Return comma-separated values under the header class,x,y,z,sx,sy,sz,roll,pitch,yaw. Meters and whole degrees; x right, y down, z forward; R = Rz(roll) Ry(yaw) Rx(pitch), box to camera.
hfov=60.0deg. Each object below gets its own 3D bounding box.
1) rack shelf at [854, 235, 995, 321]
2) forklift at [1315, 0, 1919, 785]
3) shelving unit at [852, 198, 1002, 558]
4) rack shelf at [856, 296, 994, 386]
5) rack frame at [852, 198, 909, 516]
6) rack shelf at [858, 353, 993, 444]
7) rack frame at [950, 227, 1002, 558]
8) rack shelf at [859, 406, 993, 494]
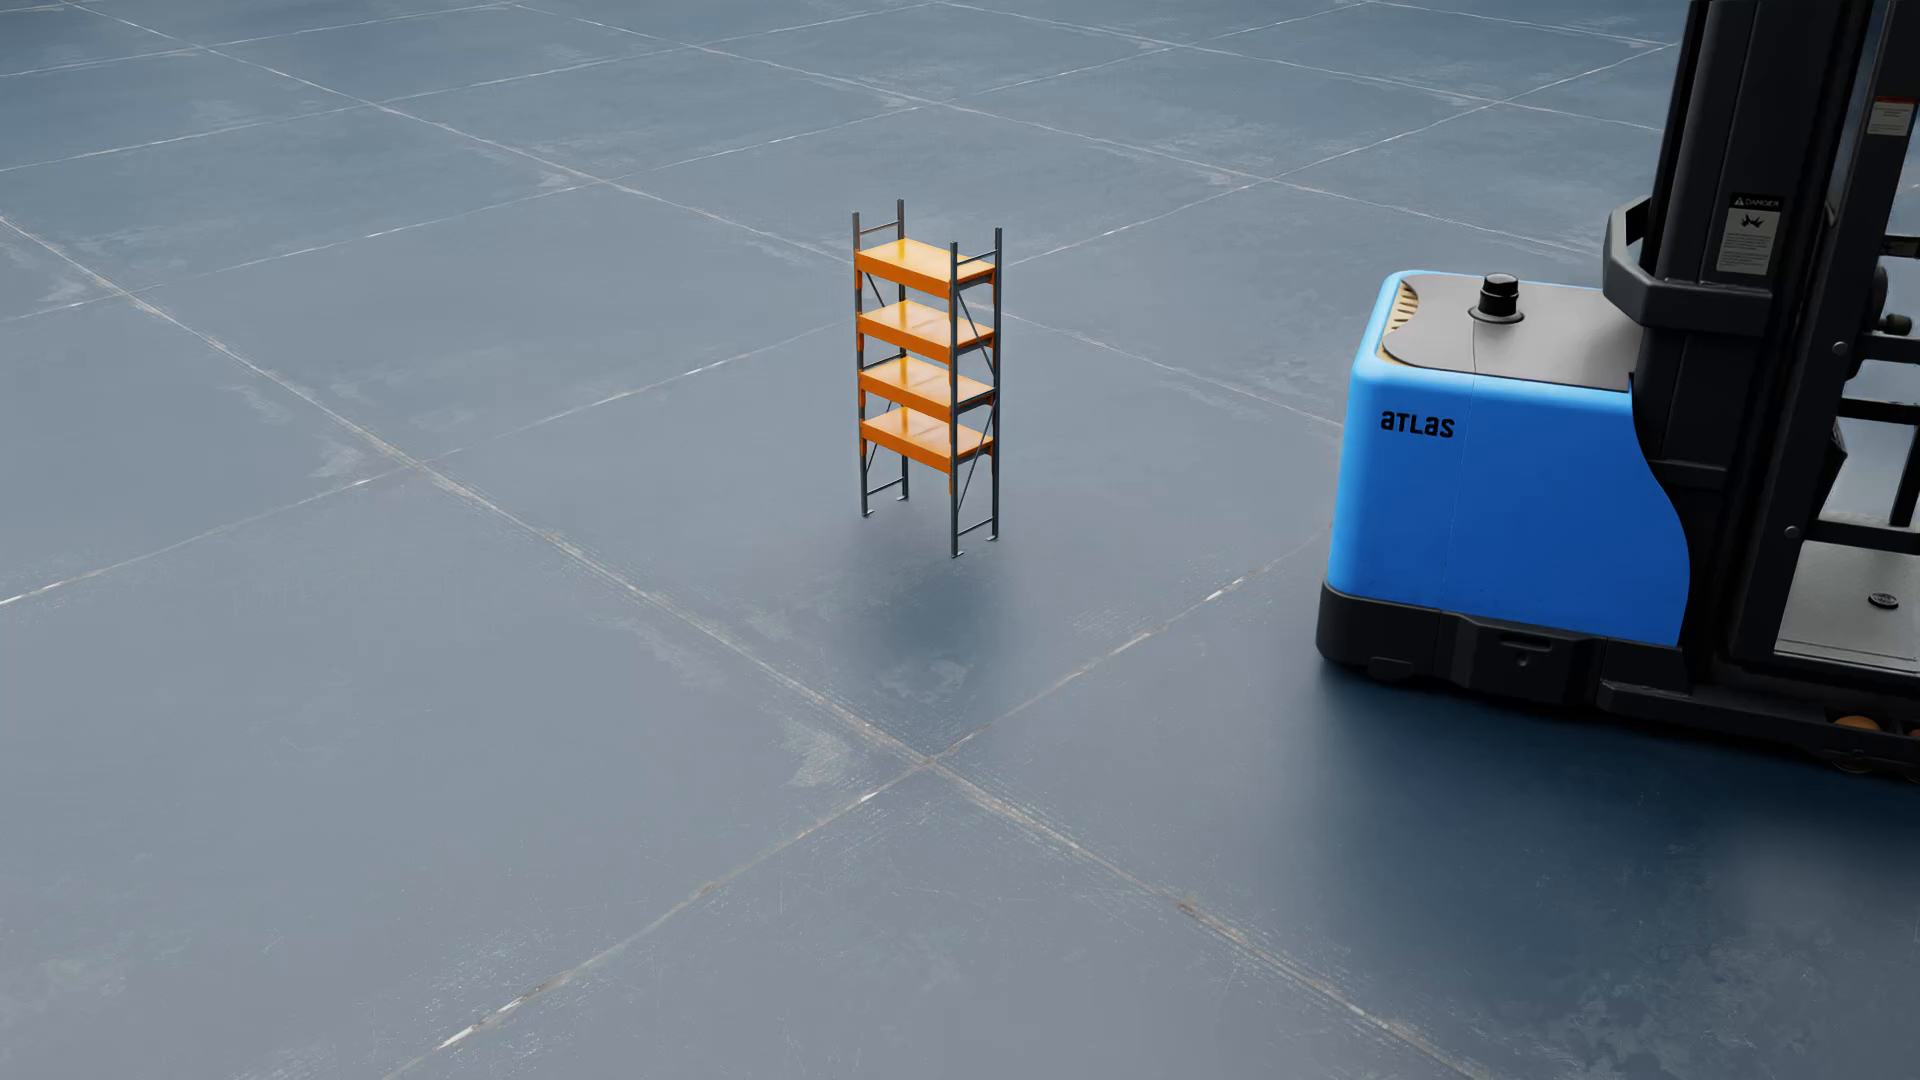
class,x,y,z,sx,sy,sz,roll,pitch,yaw
rack shelf,-0.118,-0.933,5.891,0.480,0.148,0.258,25,36,38
forklift,2.737,-0.855,4.727,3.031,2.935,1.130,9,29,17
shelving unit,-0.118,-0.585,6.073,0.503,1.200,0.258,25,36,38
rack shelf,-0.118,-0.724,6.001,0.480,0.148,0.258,25,36,38
rack frame,-0.292,-0.665,6.225,0.015,1.200,0.240,25,36,38
rack shelf,-0.118,-0.526,6.105,0.480,0.148,0.258,25,36,38
rack frame,0.056,-0.505,5.922,0.015,1.200,0.240,25,36,38
rack shelf,-0.118,-0.350,6.197,0.480,0.148,0.258,25,36,38
